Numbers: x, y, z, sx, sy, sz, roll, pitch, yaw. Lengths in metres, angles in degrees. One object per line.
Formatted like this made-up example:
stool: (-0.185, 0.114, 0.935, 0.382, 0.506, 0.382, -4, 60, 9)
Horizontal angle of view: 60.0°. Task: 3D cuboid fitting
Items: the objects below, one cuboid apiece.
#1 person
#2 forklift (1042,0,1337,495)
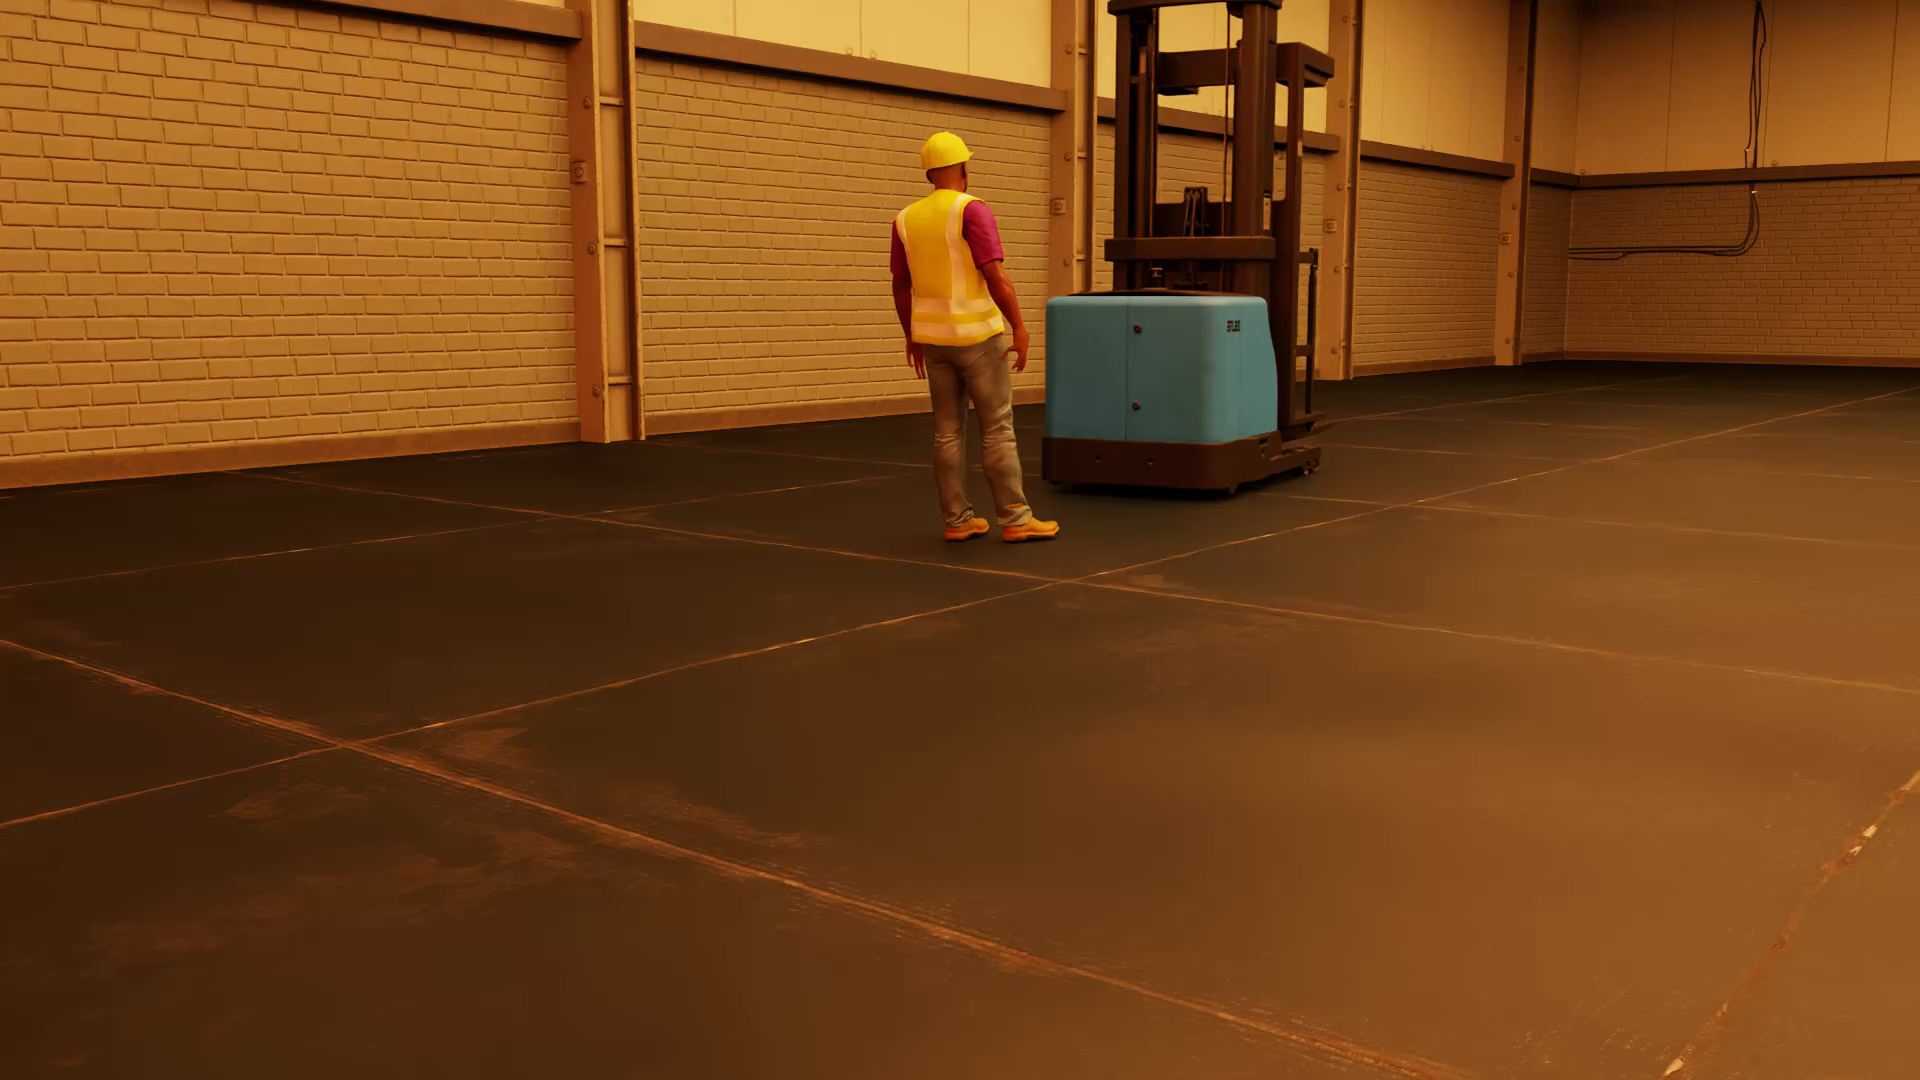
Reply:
person: (0.048, -0.888, 7.327, 0.666, 1.768, 0.575, 7, 11, 38)
forklift: (1.580, -1.866, 10.035, 1.130, 2.935, 3.031, 4, 9, 27)
